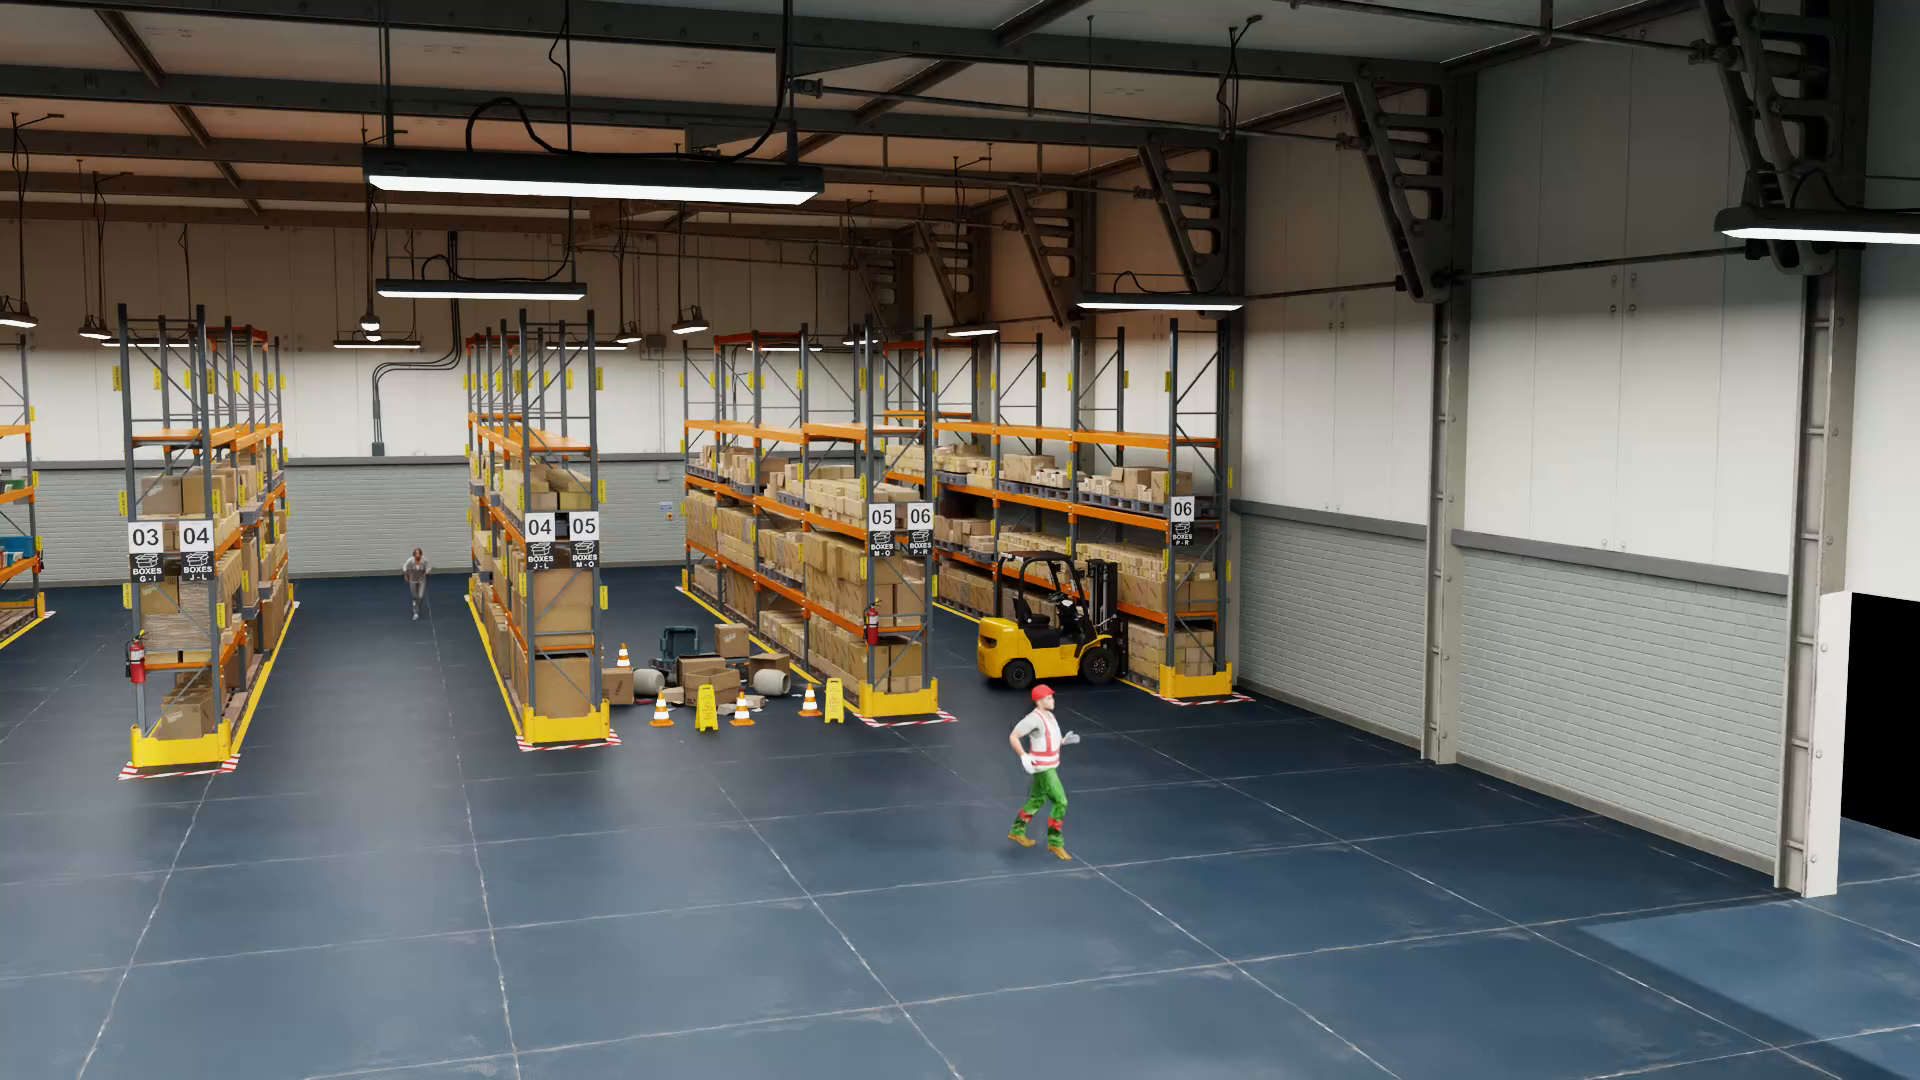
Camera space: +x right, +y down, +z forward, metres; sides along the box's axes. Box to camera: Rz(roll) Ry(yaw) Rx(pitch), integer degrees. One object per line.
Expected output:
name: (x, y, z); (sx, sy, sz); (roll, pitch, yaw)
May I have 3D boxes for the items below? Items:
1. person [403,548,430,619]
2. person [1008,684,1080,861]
person: (-11.502, 0.921, 35.228); (0.529, 1.533, 0.672); (-3, 6, -26)
person: (0.871, 2.444, 17.572); (0.796, 1.848, 0.648); (2, 6, 18)
